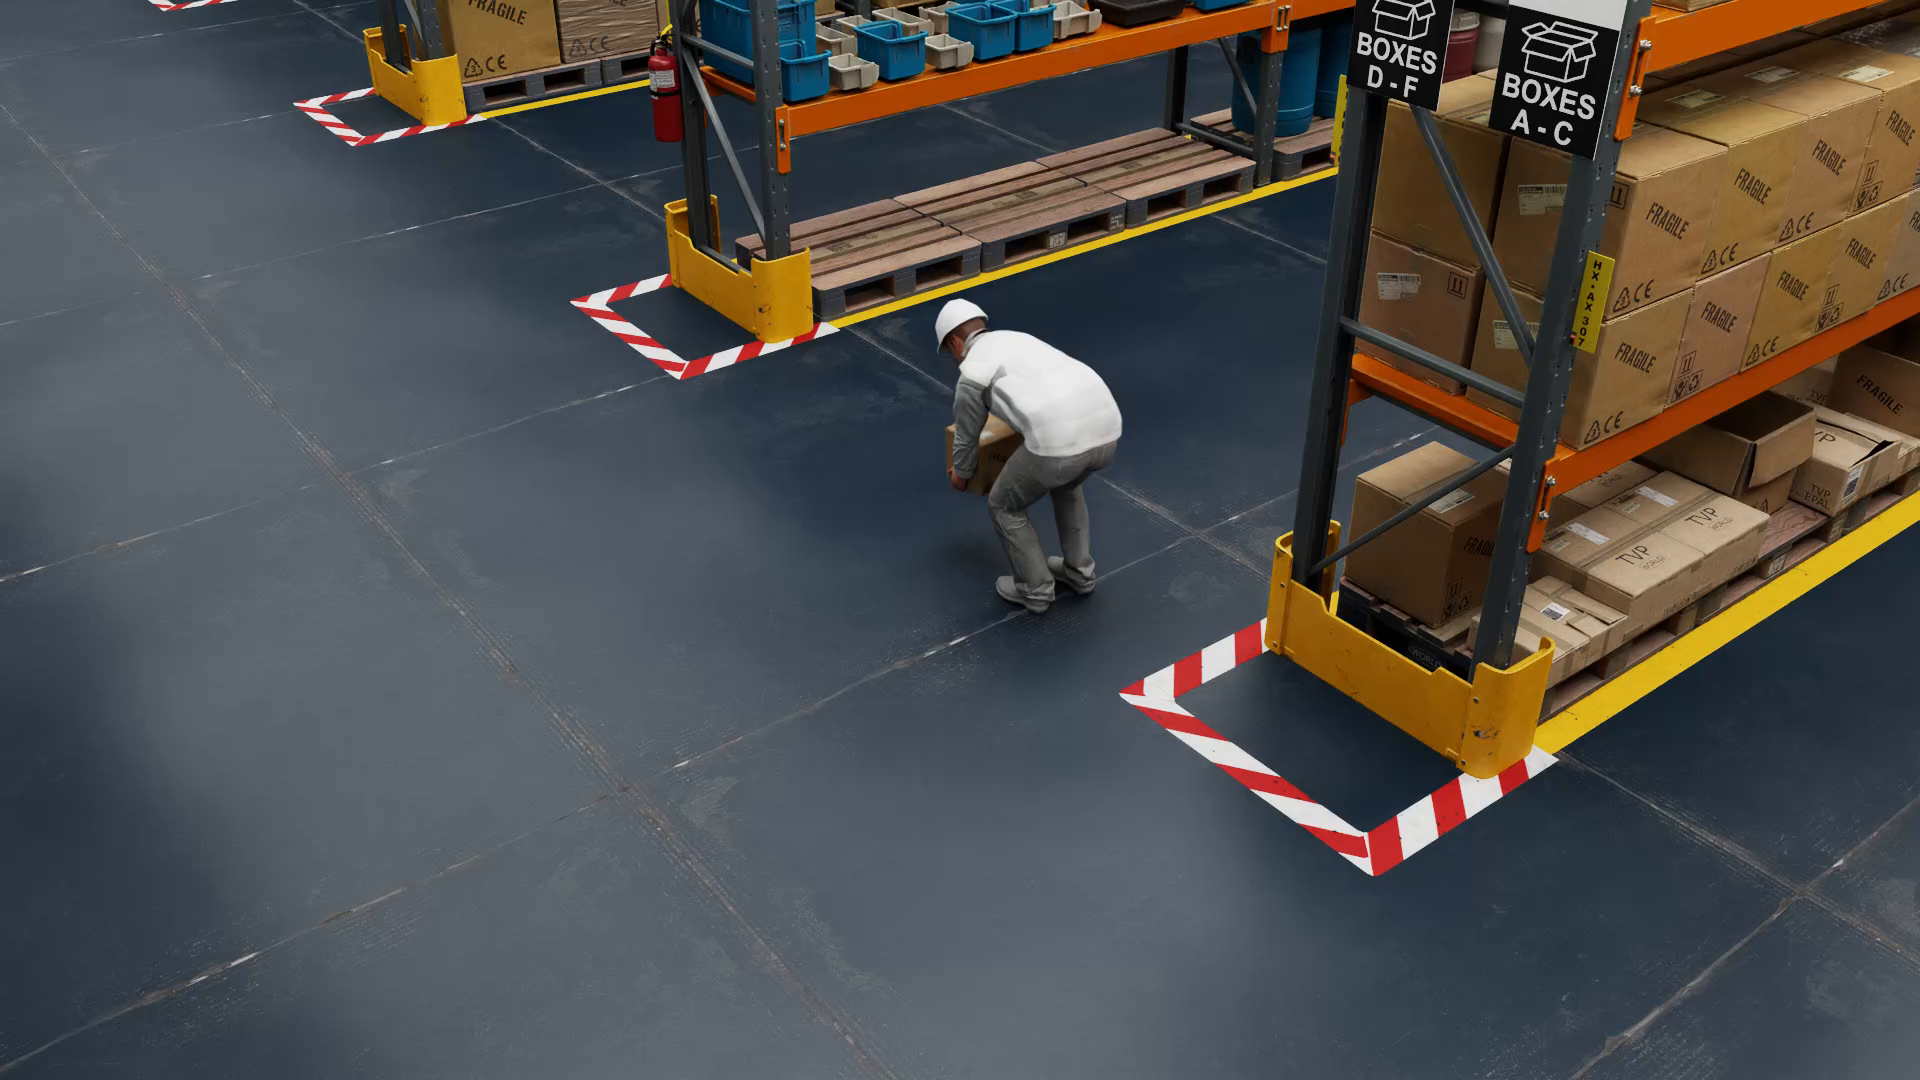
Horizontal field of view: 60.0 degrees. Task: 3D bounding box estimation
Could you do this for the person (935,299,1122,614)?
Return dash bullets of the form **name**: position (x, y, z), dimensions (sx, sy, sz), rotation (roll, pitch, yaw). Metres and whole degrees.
- **person**: position (0.252, -0.371, 7.246), dimensions (0.485, 1.202, 0.981), rotation (-24, 39, -33)
